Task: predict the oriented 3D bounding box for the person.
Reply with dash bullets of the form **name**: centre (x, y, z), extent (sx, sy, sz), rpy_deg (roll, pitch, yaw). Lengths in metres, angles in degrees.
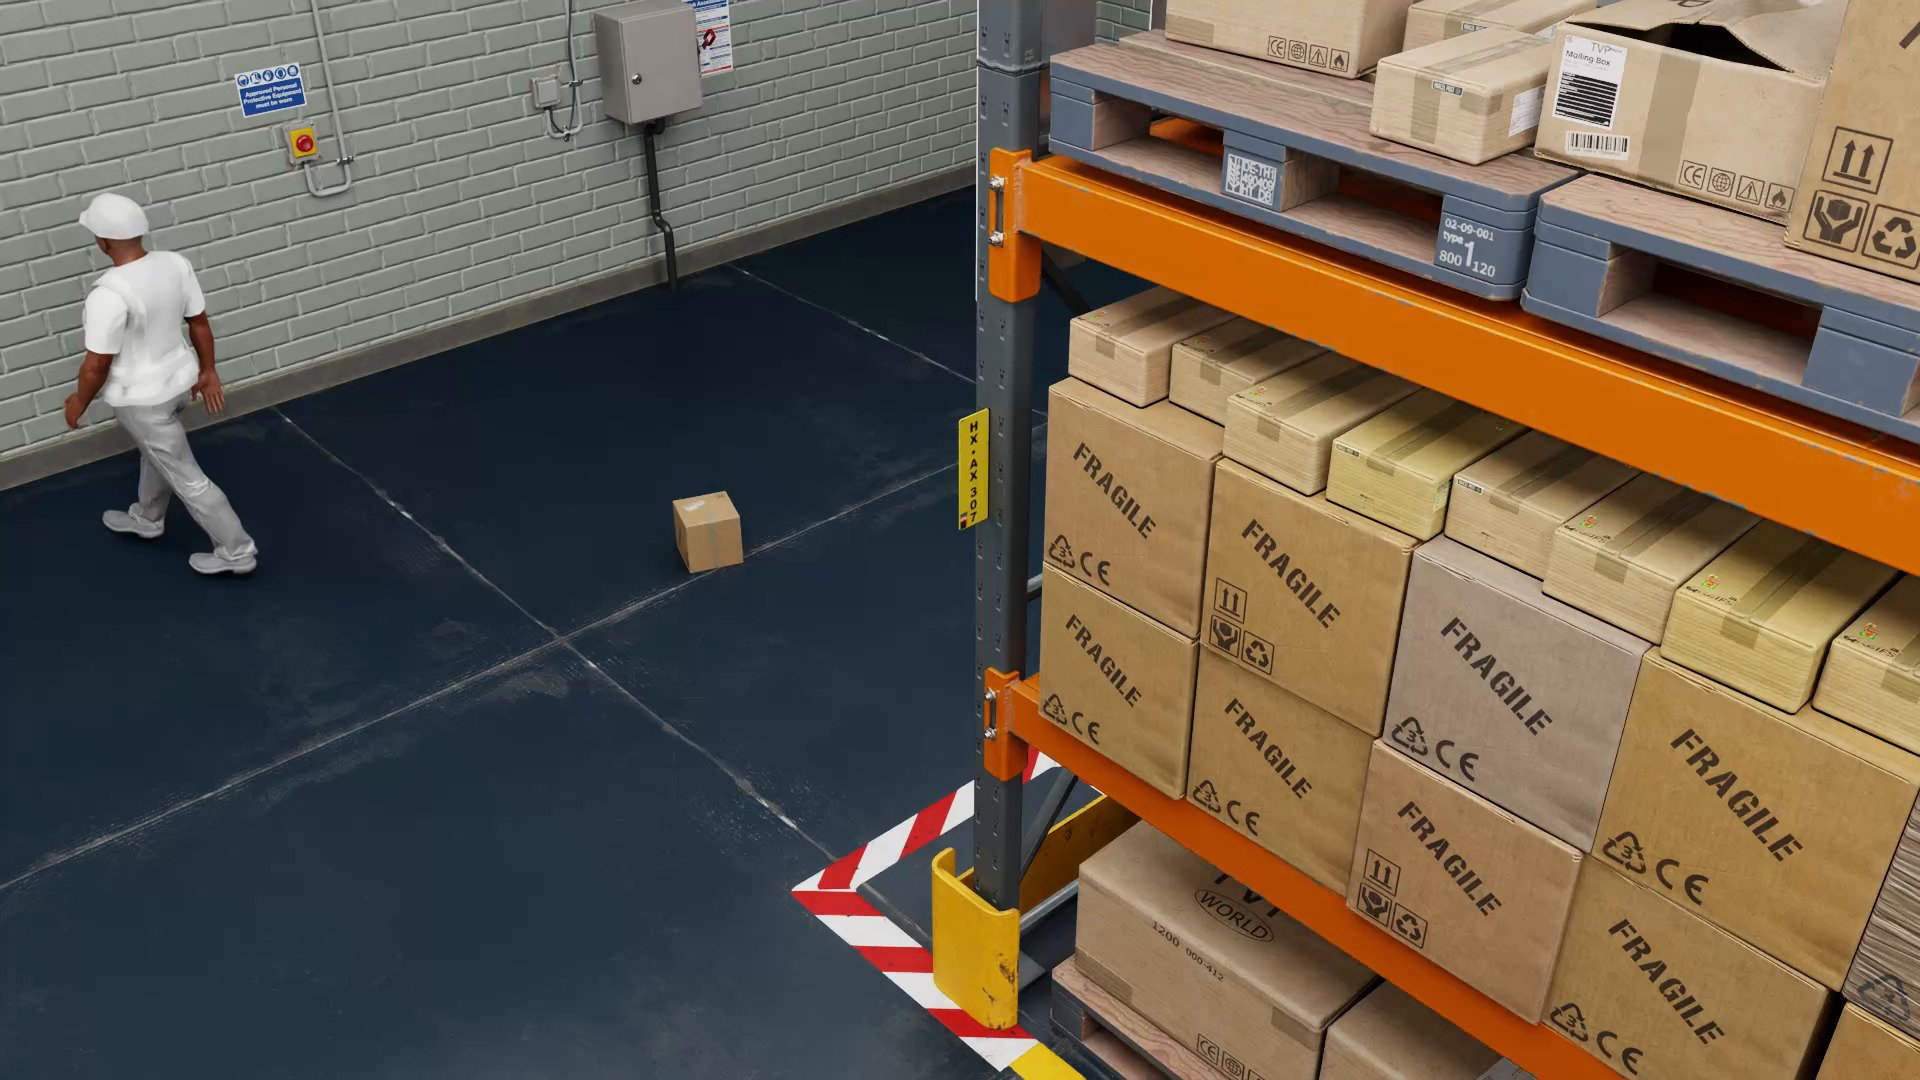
- **person**: centre (-3.597, -0.671, 7.175), extent (0.908, 1.720, 0.571), rpy_deg (5, 32, 8)
